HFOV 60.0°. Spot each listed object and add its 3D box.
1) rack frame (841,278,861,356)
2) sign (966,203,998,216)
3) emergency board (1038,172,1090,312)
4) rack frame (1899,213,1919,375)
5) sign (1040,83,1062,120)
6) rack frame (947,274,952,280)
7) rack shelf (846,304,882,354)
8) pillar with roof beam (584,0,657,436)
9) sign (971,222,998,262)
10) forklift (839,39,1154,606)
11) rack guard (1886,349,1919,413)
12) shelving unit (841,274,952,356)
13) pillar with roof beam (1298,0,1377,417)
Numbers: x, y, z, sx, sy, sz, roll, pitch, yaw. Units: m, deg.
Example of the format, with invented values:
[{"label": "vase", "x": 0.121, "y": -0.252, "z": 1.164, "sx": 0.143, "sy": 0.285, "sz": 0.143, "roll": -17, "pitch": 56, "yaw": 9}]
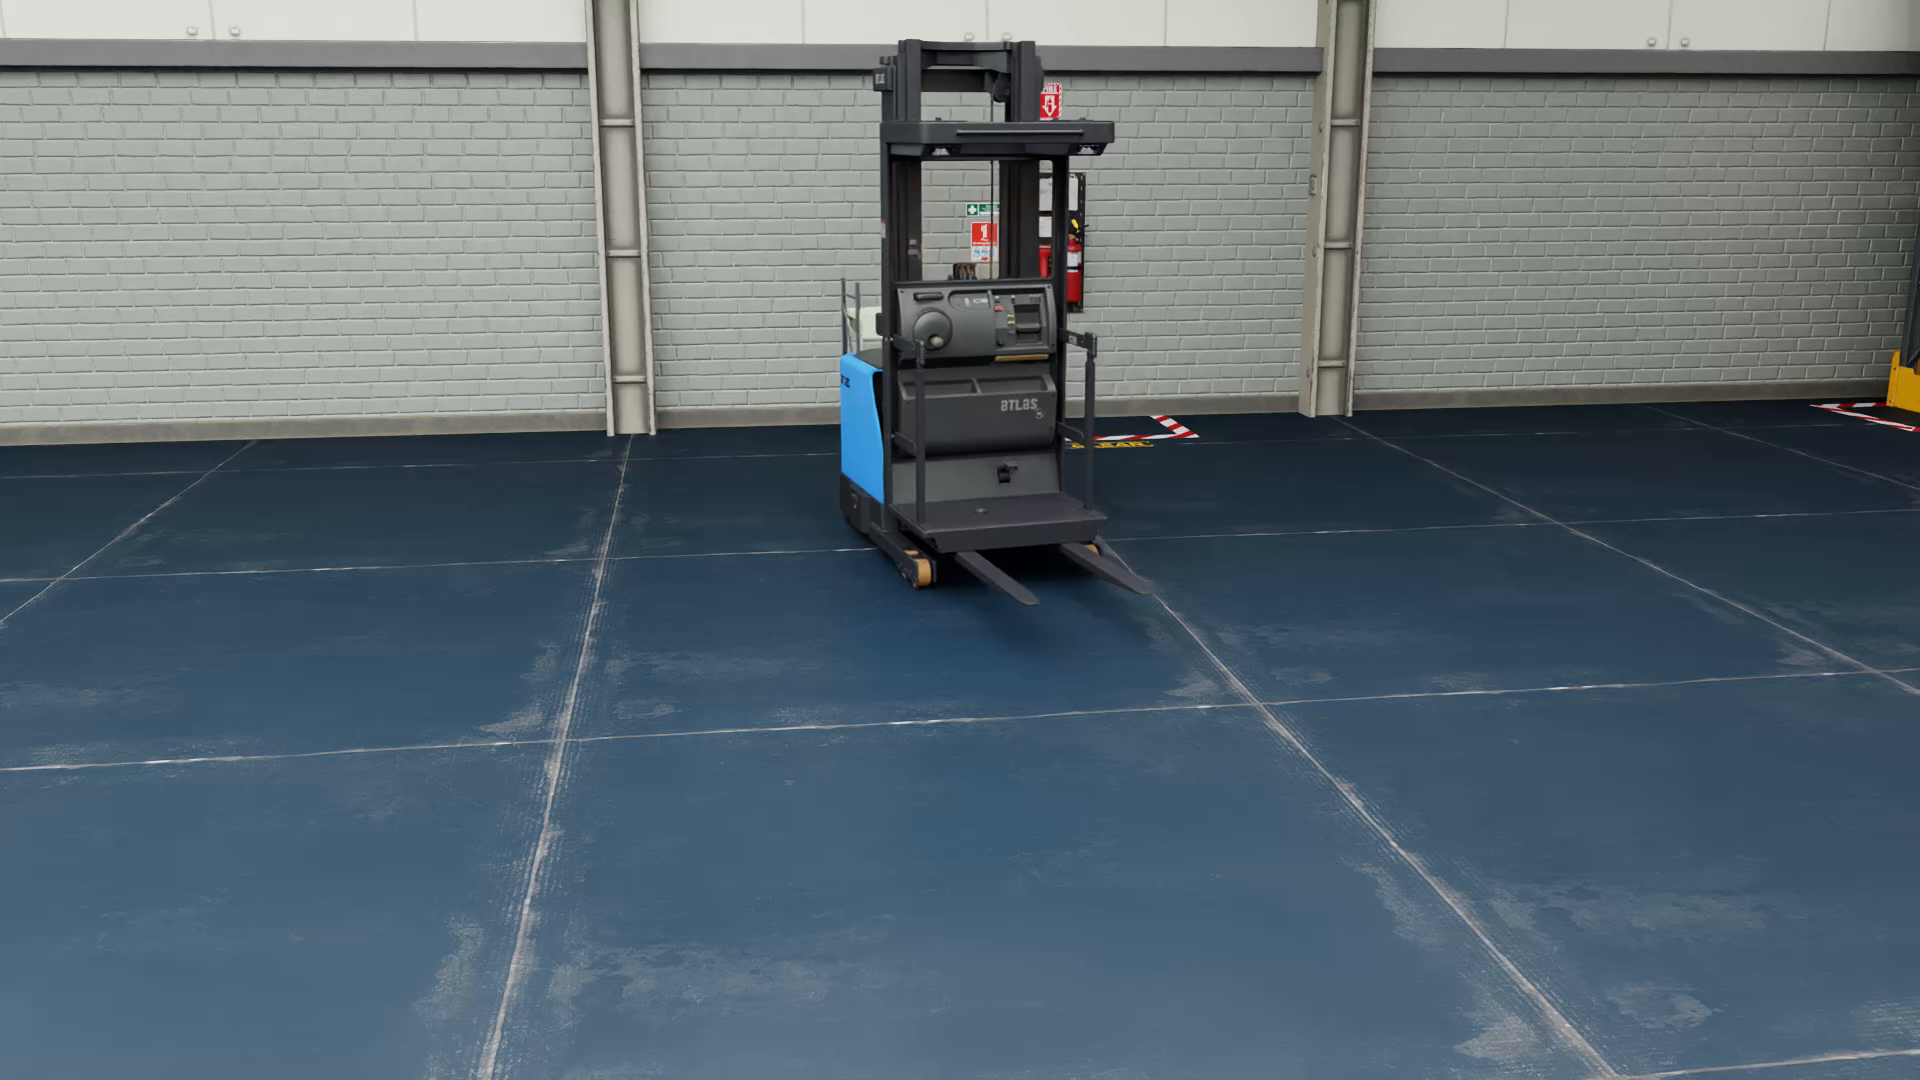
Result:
[{"label": "rack frame", "x": -0.710, "y": -0.954, "z": 10.941, "sx": 0.023, "sy": 1.500, "sz": 0.400, "roll": -5, "pitch": 15, "yaw": -18}, {"label": "sign", "x": 0.211, "y": -2.766, "z": 13.920, "sx": 0.331, "sy": 0.109, "sz": 0.001, "roll": -2, "pitch": 14, "yaw": -8}, {"label": "emergency board", "x": 0.767, "y": -2.488, "z": 13.978, "sx": 0.643, "sy": 1.169, "sz": 0.194, "roll": -2, "pitch": 14, "yaw": -8}, {"label": "rack frame", "x": 8.586, "y": -2.553, "z": 14.235, "sx": 0.127, "sy": 3.000, "sz": 1.000, "roll": -2, "pitch": 14, "yaw": -8}, {"label": "sign", "x": 0.745, "y": -3.637, "z": 13.790, "sx": 0.199, "sy": 0.298, "sz": 0.001, "roll": -2, "pitch": 14, "yaw": -8}, {"label": "rack frame", "x": -0.015, "y": -1.010, "z": 11.165, "sx": 0.023, "sy": 1.500, "sz": 0.400, "roll": -5, "pitch": 15, "yaw": -18}, {"label": "rack shelf", "x": -0.362, "y": -1.360, "z": 10.958, "sx": 0.720, "sy": 0.370, "sz": 0.431, "roll": -5, "pitch": 15, "yaw": -18}, {"label": "pillar with roof beam", "x": -2.075, "y": -4.226, "z": 8.573, "sx": 0.400, "sy": 9.000, "sz": 9.100, "roll": -2, "pitch": 14, "yaw": -8}, {"label": "sign", "x": 0.205, "y": -2.511, "z": 13.993, "sx": 0.234, "sy": 0.329, "sz": 0.001, "roll": -2, "pitch": 14, "yaw": -8}, {"label": "forklift", "x": 0.170, "y": -1.267, "z": 9.250, "sx": 1.130, "sy": 2.935, "sz": 3.031, "roll": -5, "pitch": 15, "yaw": -18}, {"label": "rack guard", "x": 8.662, "y": -1.343, "z": 14.550, "sx": 0.348, "sy": 0.500, "sz": 1.175, "roll": -2, "pitch": 14, "yaw": -8}, {"label": "shelving unit", "x": -0.362, "y": -0.982, "z": 11.053, "sx": 0.755, "sy": 1.500, "sz": 0.431, "roll": -5, "pitch": 15, "yaw": -18}, {"label": "pillar with roof beam", "x": 3.858, "y": -4.443, "z": 9.440, "sx": 0.400, "sy": 9.000, "sz": 9.100, "roll": -2, "pitch": 14, "yaw": -8}]
